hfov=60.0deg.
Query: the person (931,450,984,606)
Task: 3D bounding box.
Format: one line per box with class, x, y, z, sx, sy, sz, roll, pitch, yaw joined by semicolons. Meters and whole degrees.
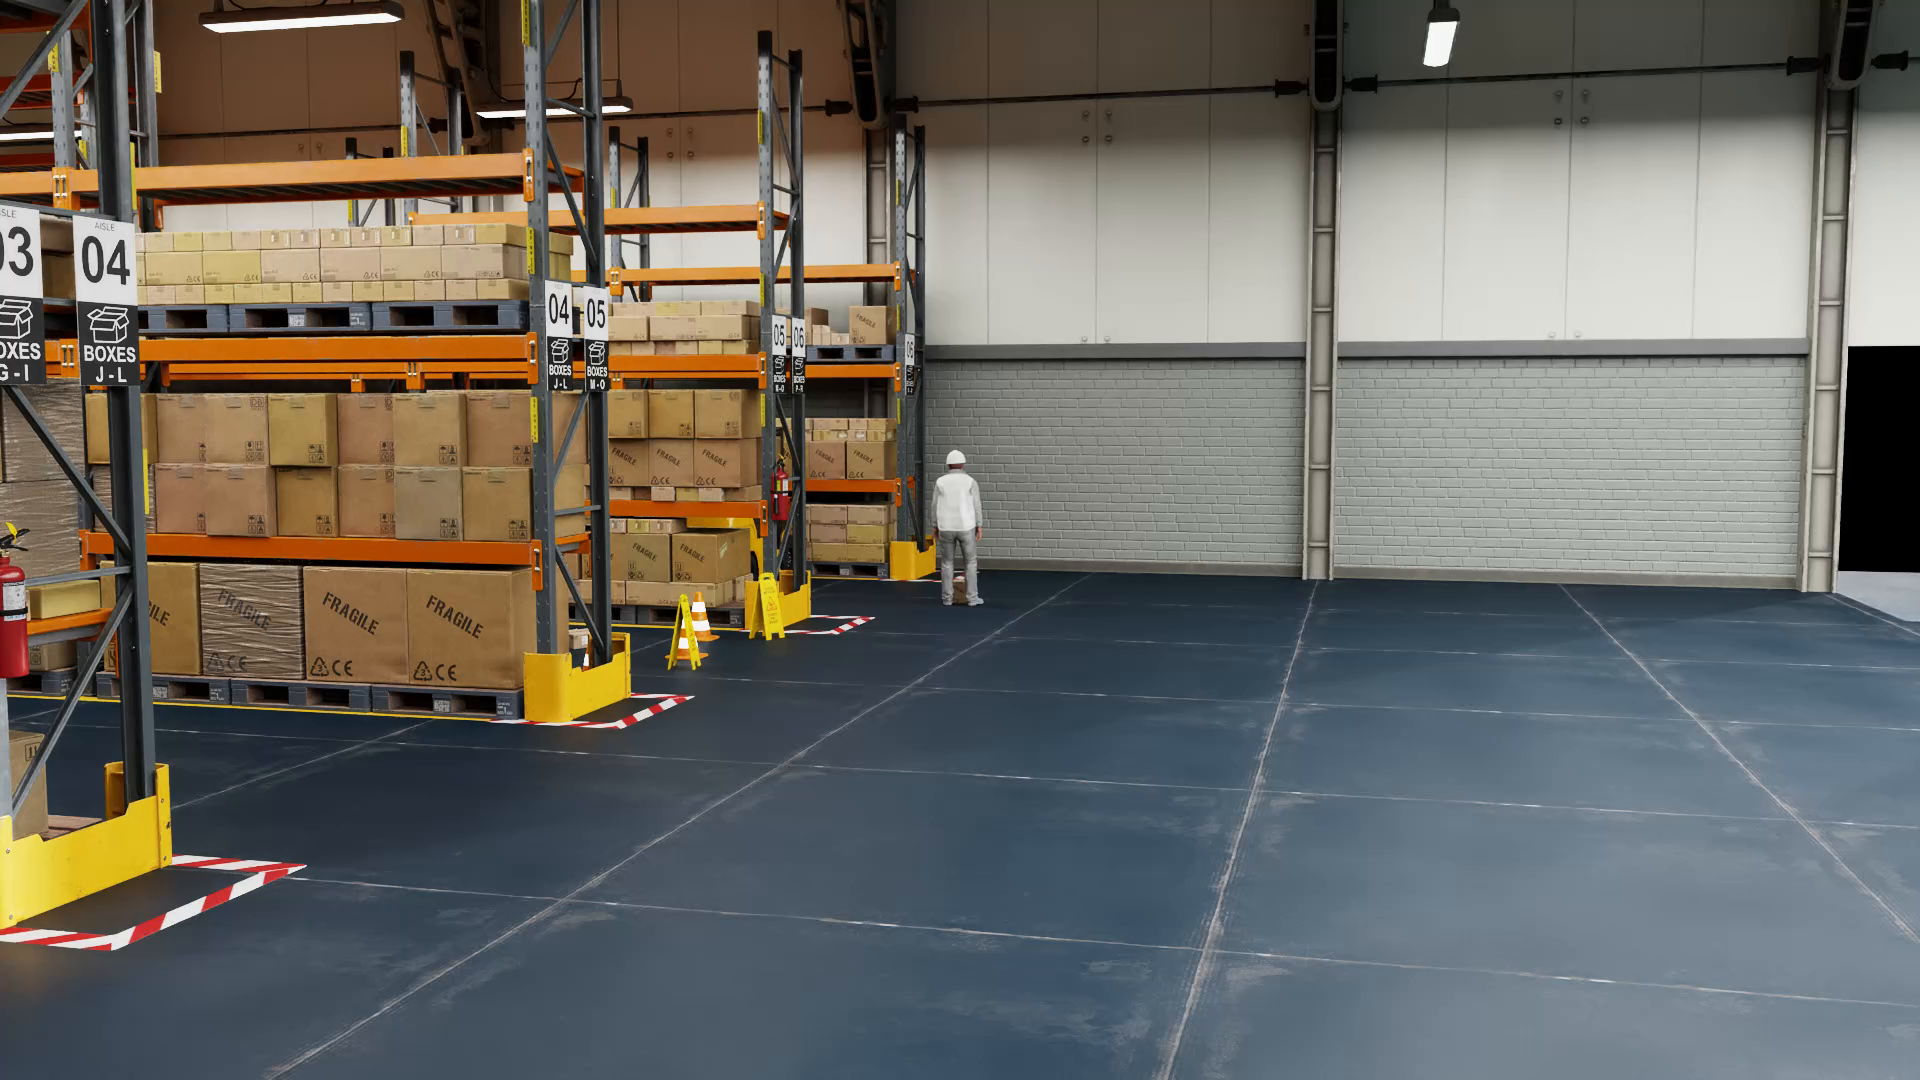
person;-0.033;-0.140;19.031;0.592;1.770;0.465;1;5;10
